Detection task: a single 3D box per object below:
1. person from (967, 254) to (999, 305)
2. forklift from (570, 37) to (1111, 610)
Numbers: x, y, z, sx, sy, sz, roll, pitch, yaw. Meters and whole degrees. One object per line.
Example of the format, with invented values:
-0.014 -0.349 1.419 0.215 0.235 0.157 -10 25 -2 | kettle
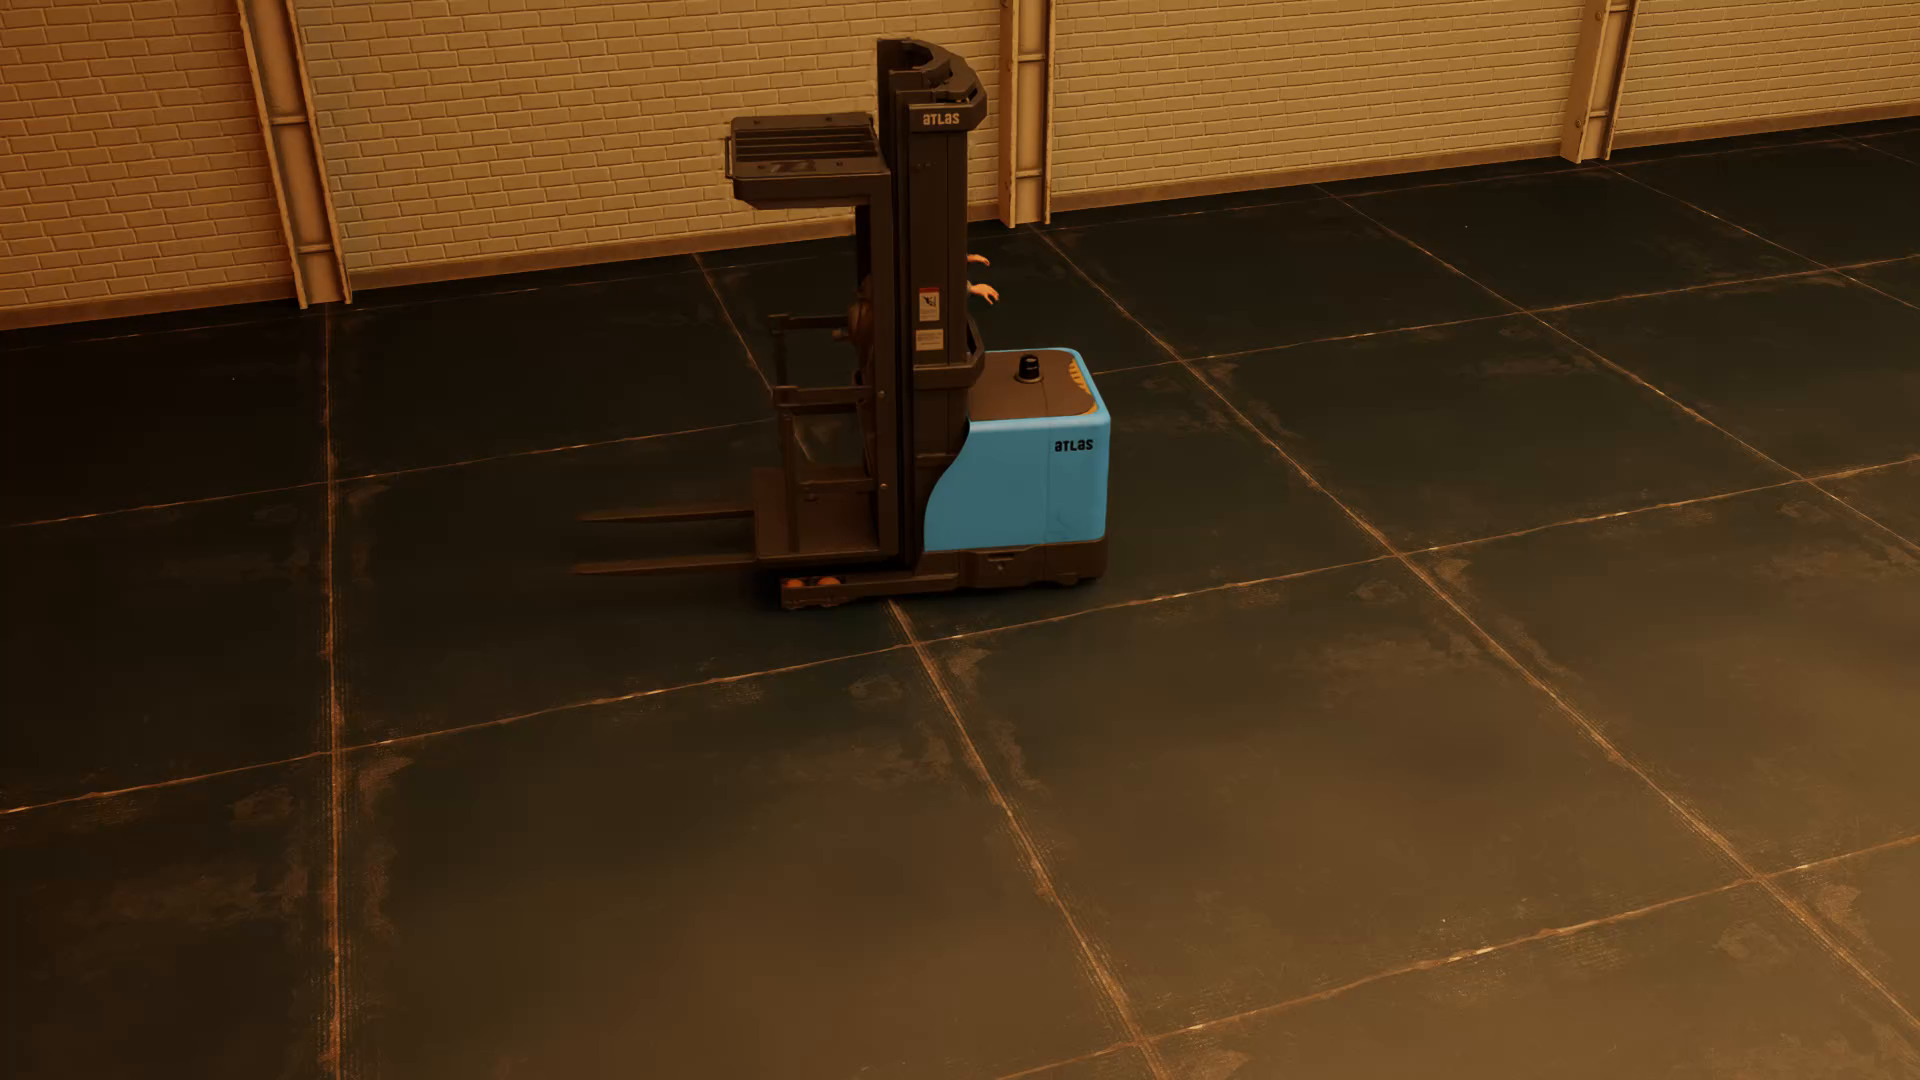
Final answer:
-0.056 -1.496 11.122 0.909 1.530 1.065 24 38 35 | person
-0.717 -1.159 9.101 3.031 2.935 1.130 -4 30 -7 | forklift
